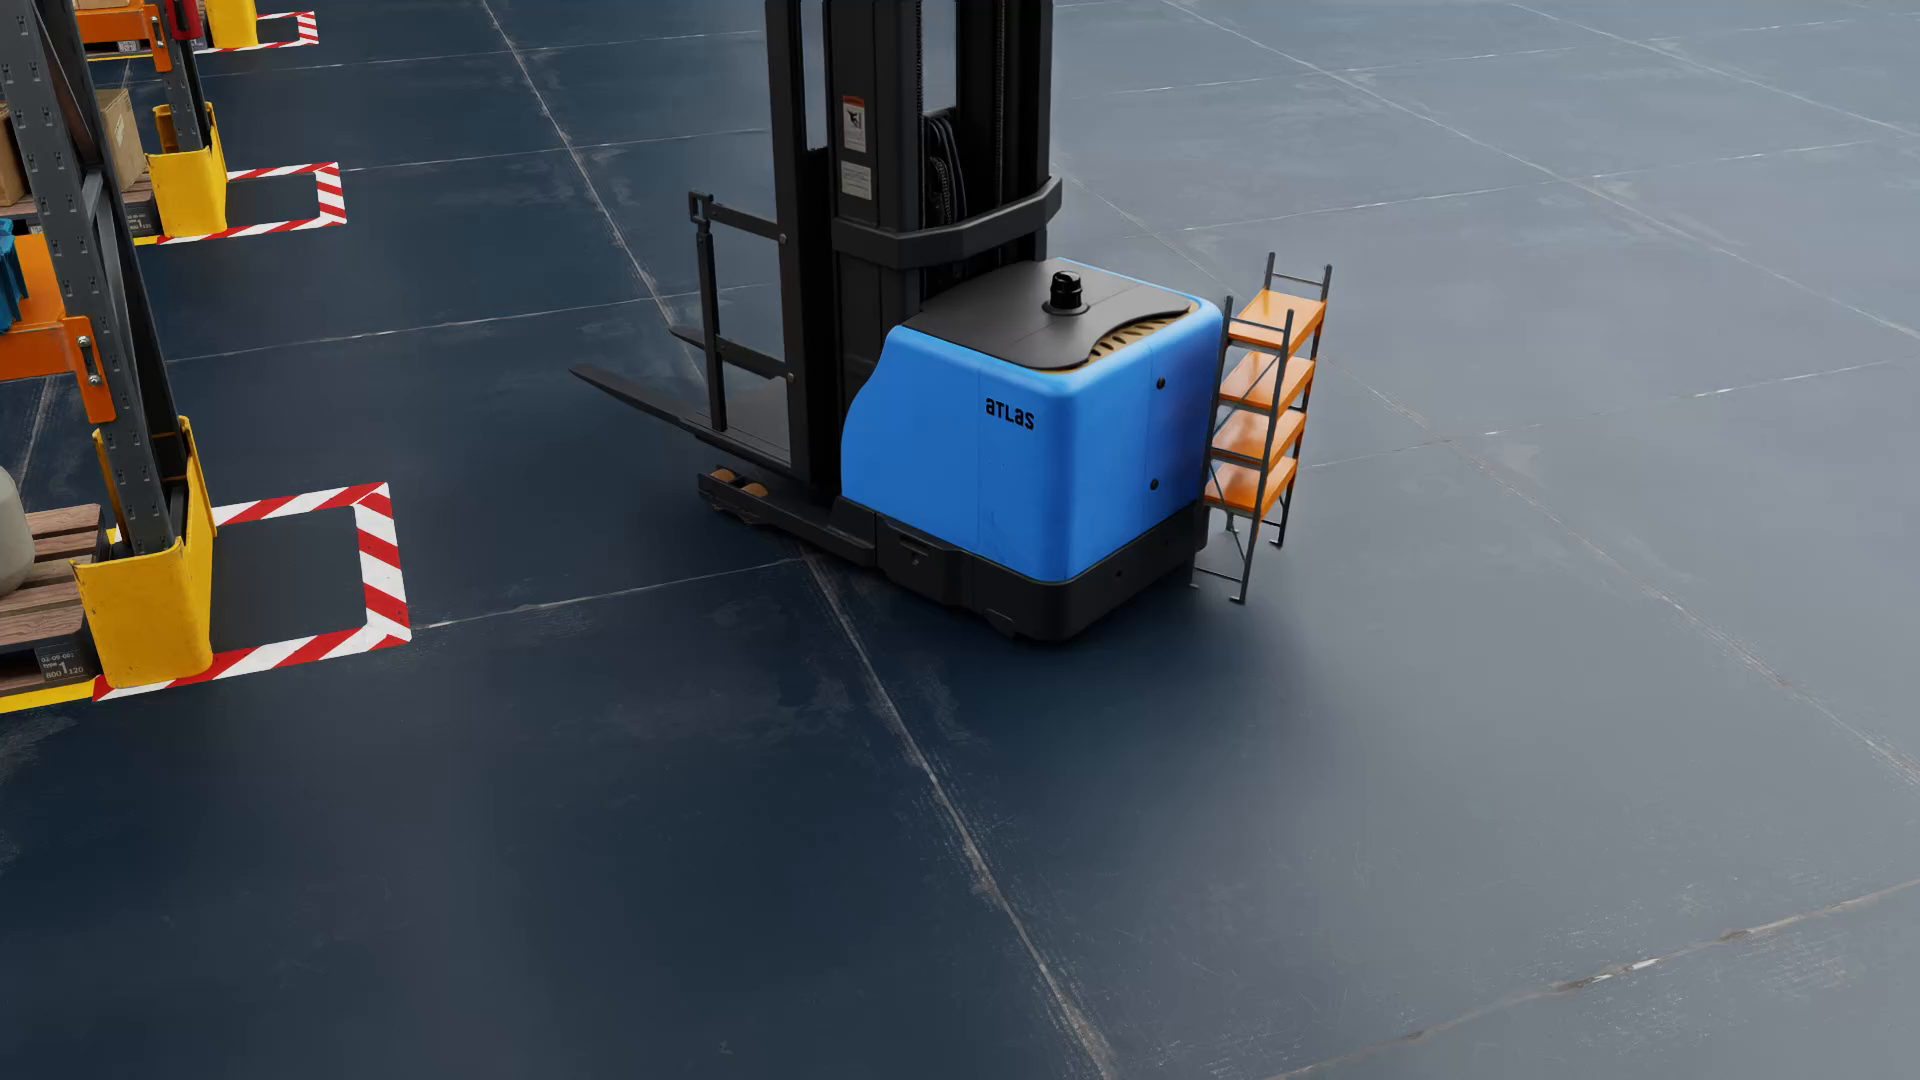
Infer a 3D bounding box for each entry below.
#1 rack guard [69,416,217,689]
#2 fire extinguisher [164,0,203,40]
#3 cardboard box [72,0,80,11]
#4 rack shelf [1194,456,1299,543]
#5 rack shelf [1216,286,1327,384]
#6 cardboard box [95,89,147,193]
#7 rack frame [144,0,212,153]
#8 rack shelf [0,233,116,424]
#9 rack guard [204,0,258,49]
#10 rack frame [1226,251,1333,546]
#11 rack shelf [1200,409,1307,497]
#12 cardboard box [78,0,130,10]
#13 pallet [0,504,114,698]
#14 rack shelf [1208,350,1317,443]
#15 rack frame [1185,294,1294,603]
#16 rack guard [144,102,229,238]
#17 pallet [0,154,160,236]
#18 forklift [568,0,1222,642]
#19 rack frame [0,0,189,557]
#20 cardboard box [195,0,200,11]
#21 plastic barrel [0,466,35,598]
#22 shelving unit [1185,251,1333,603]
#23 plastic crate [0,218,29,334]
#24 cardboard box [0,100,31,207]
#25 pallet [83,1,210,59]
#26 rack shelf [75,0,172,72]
[{"bbox_3d":[-3.030,0.014,6.220,0.348,0.500,1.175,-10,31,-18],"label":"rack guard"},{"bbox_3d":[-4.434,-3.177,9.375,0.183,0.674,0.296,-10,31,-18],"label":"fire extinguisher"},{"bbox_3d":[-5.131,-3.108,9.429,0.250,0.149,0.380,-10,31,-18],"label":"cardboard box"},{"bbox_3d":[1.104,-0.190,6.393,0.258,0.148,0.480,17,34,21],"label":"rack shelf"},{"bbox_3d":[1.138,-0.753,6.052,0.258,0.148,0.480,17,34,21],"label":"rack shelf"},{"bbox_3d":[-5.293,-2.401,10.035,0.500,0.500,0.500,-5,30,-8],"label":"cardboard box"},{"bbox_3d":[-4.702,-3.405,9.696,0.127,3.000,1.000,-10,31,-18],"label":"rack frame"},{"bbox_3d":[-4.849,-0.449,5.235,4.000,0.370,1.077,-10,31,-18],"label":"rack shelf"},{"bbox_3d":[-6.314,-4.641,14.392,0.348,0.500,1.175,-10,31,-18],"label":"rack guard"},{"bbox_3d":[1.226,-0.525,6.445,0.240,1.200,0.015,17,34,21],"label":"rack frame"},{"bbox_3d":[1.114,-0.360,6.290,0.258,0.148,0.480,17,34,21],"label":"rack shelf"},{"bbox_3d":[-4.897,-3.151,9.504,0.250,0.149,0.380,-10,31,-18],"label":"cardboard box"},{"bbox_3d":[-3.793,0.277,6.050,1.213,0.211,1.003,-10,31,-18],"label":"pallet"},{"bbox_3d":[1.126,-0.551,6.175,0.258,0.148,0.480,17,34,21],"label":"rack shelf"},{"bbox_3d":[1.008,-0.309,6.066,0.240,1.200,0.015,17,34,21],"label":"rack frame"},{"bbox_3d":[-4.773,-2.306,10.292,0.348,0.500,1.175,-10,31,-18],"label":"rack guard"},{"bbox_3d":[-5.547,-2.056,10.146,1.213,0.211,1.003,-10,31,-18],"label":"pallet"},{"bbox_3d":[-0.460,-1.512,6.444,3.031,2.935,1.130,23,37,35],"label":"forklift"},{"bbox_3d":[-2.975,-1.107,5.663,0.127,3.000,1.000,-10,31,-18],"label":"rack frame"},{"bbox_3d":[-6.949,-4.835,13.929,0.875,0.875,0.875,-10,31,-17],"label":"cardboard box"},{"bbox_3d":[-3.565,-0.059,5.913,0.421,0.512,0.421,0,30,0],"label":"plastic barrel"},{"bbox_3d":[1.117,-0.417,6.255,0.258,1.200,0.503,17,34,21],"label":"shelving unit"},{"bbox_3d":[-3.339,-0.817,5.304,0.616,0.251,0.499,-10,31,-18],"label":"plastic crate"},{"bbox_3d":[-5.841,-2.282,9.826,0.500,0.500,0.500,-3,30,-5],"label":"cardboard box"},{"bbox_3d":[-7.059,-4.337,14.150,1.213,0.211,1.003,-10,31,-18],"label":"pallet"},{"bbox_3d":[-6.576,-2.747,9.268,4.000,0.370,1.077,-10,31,-18],"label":"rack shelf"}]
